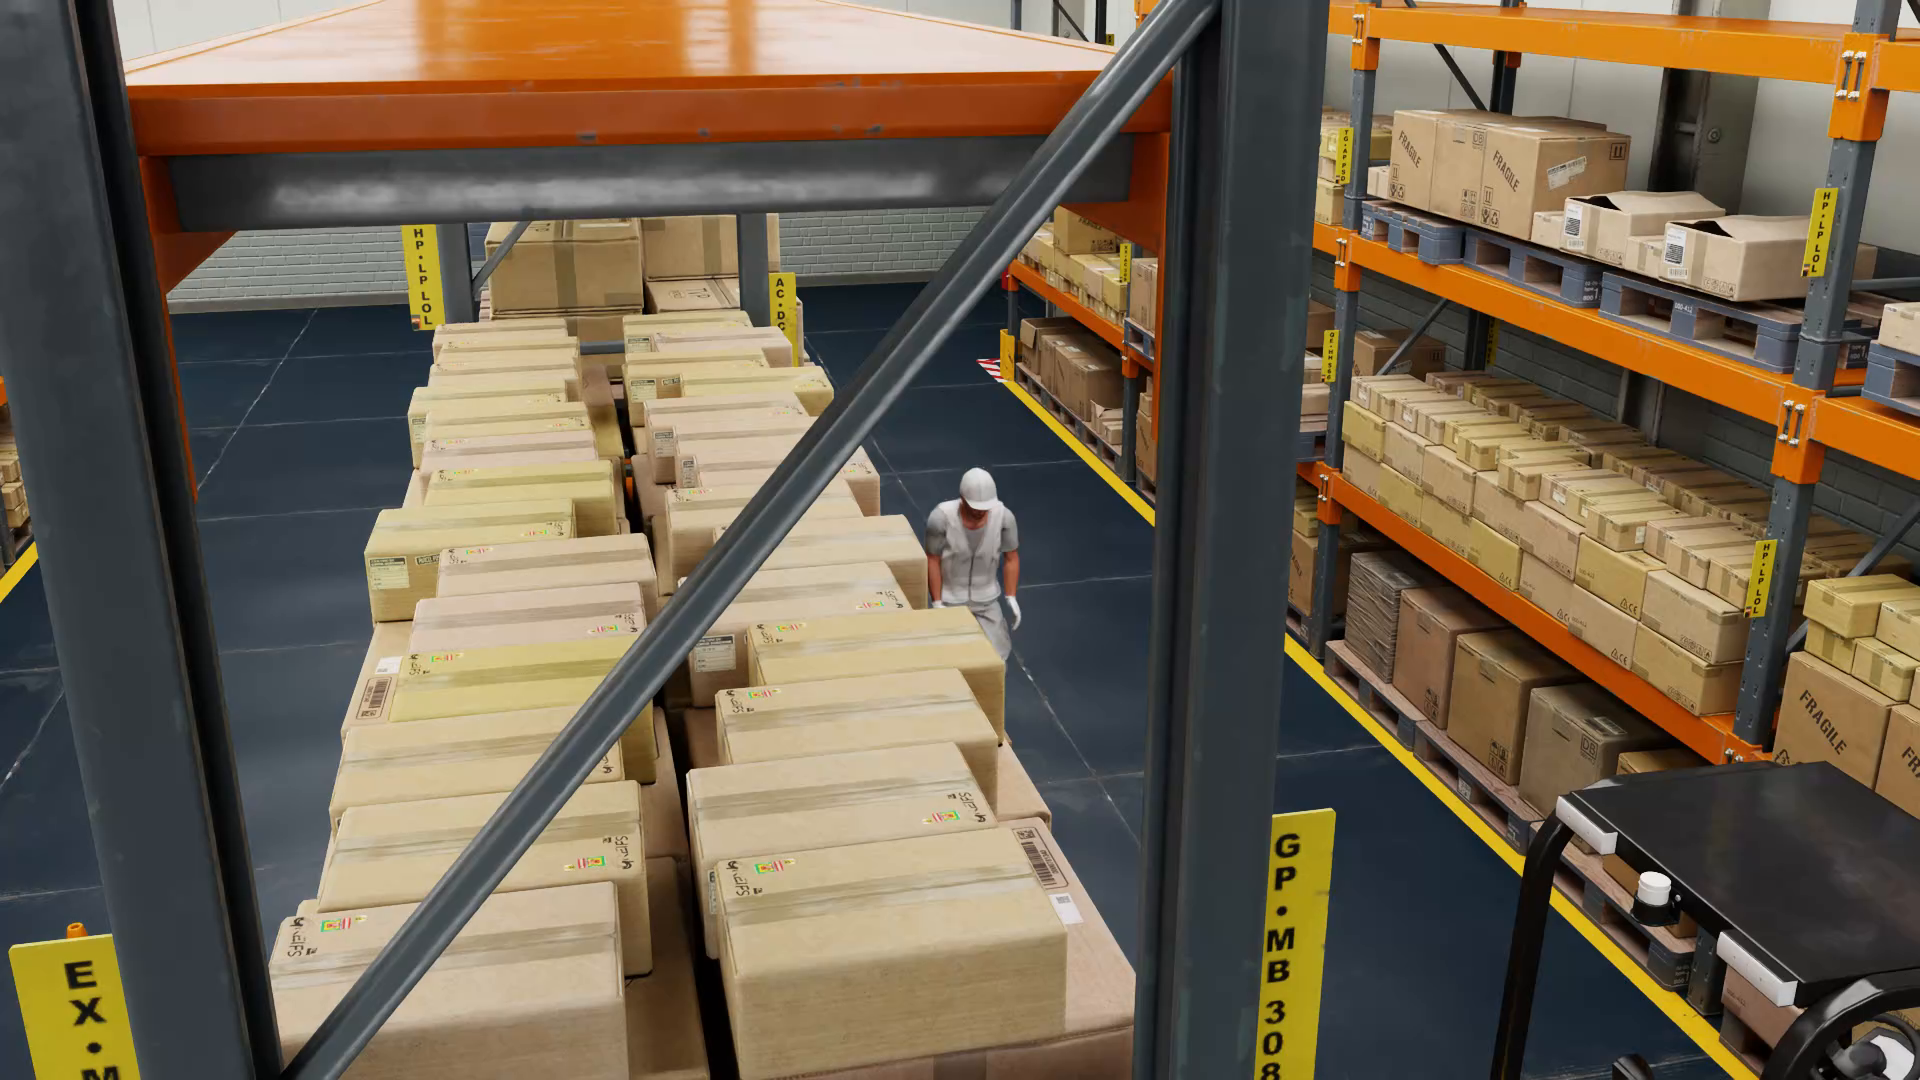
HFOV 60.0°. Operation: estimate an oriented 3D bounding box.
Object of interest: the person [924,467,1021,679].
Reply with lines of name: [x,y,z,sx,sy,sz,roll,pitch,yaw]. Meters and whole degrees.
person: [0.076,0.379,9.578,0.551,1.712,0.496,-4,20,-11]
